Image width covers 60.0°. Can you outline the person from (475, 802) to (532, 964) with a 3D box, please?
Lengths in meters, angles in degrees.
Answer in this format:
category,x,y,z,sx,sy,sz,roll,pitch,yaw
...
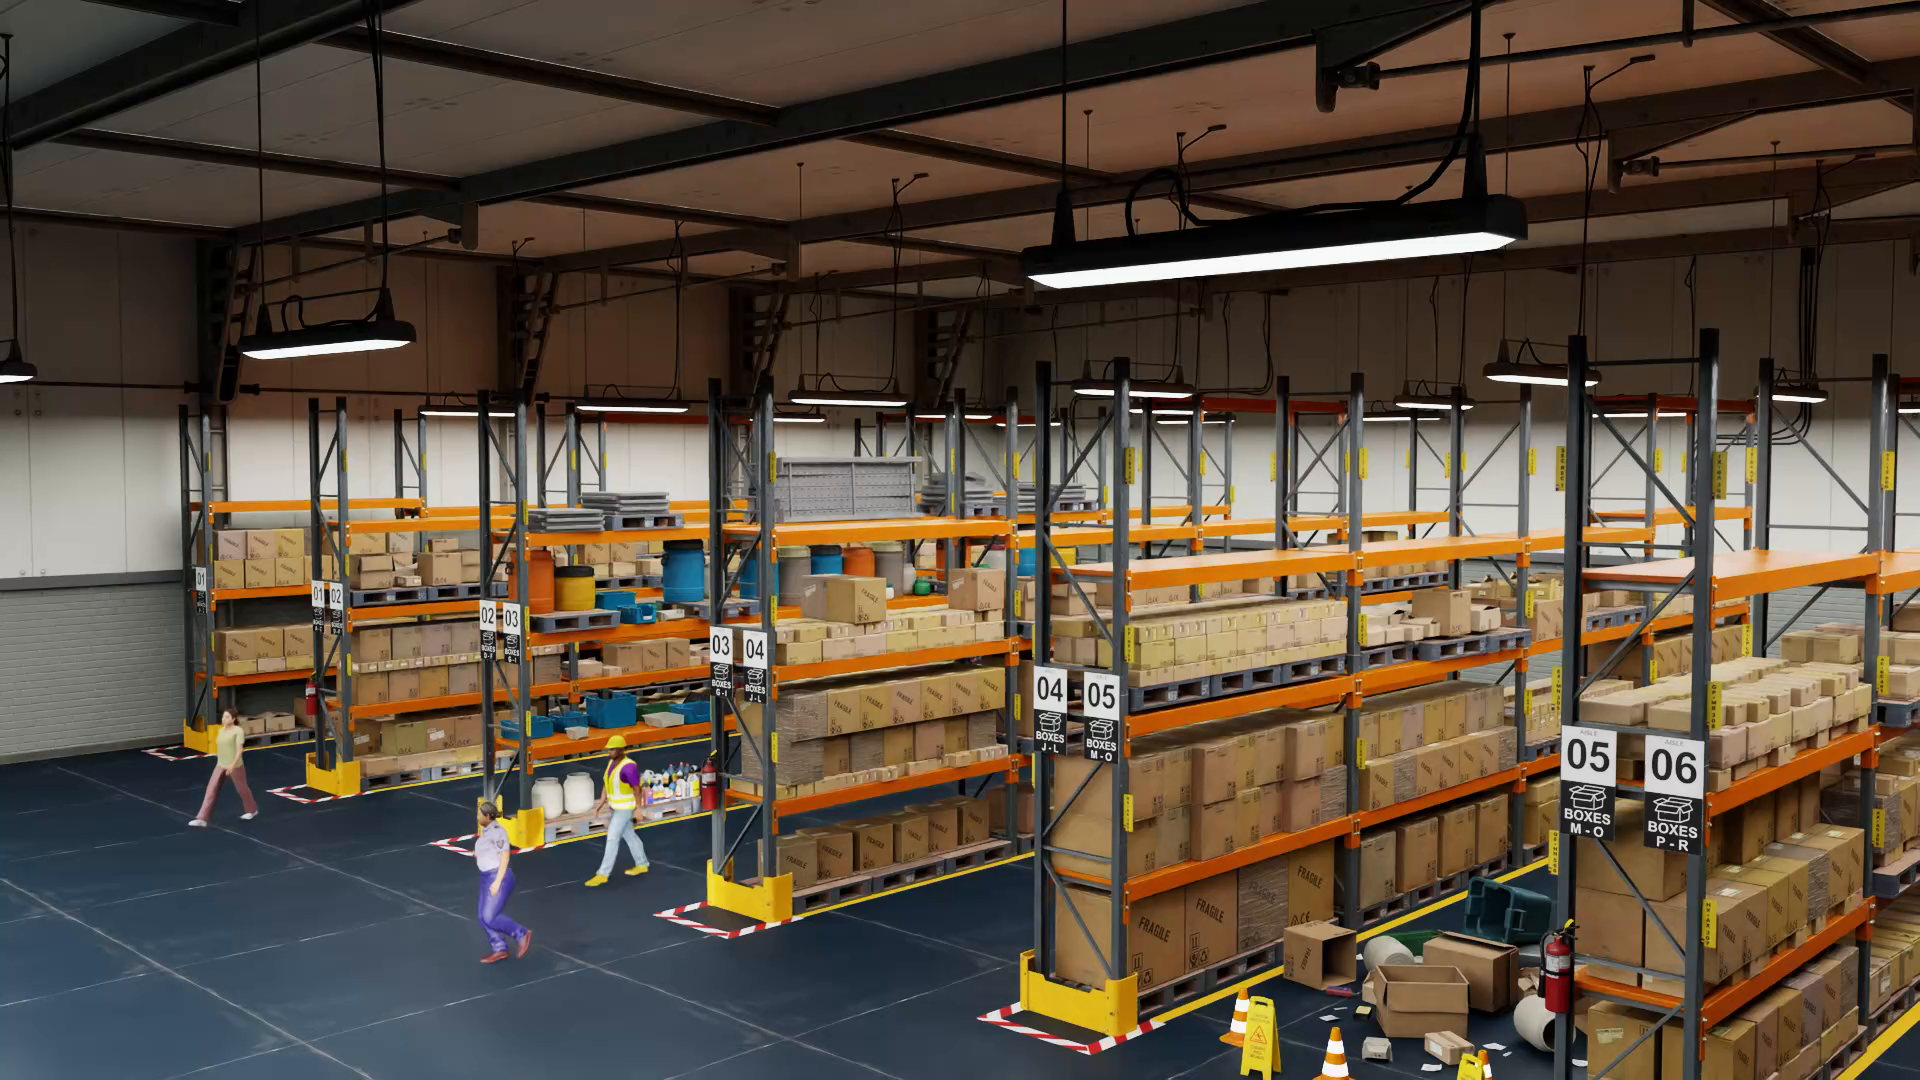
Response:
category,x,y,z,sx,sy,sz,roll,pitch,yaw
person,-4.680,3.466,16.919,0.480,1.630,0.552,-2,4,-32

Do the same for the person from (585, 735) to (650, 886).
category,x,y,z,sx,sy,sz,roll,pitch,yaw
person,-4.159,3.216,20.021,0.925,1.720,0.587,-2,4,-34

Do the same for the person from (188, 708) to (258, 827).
category,x,y,z,sx,sy,sz,roll,pitch,yaw
person,-10.158,3.126,22.982,0.519,1.606,1.031,0,3,9
